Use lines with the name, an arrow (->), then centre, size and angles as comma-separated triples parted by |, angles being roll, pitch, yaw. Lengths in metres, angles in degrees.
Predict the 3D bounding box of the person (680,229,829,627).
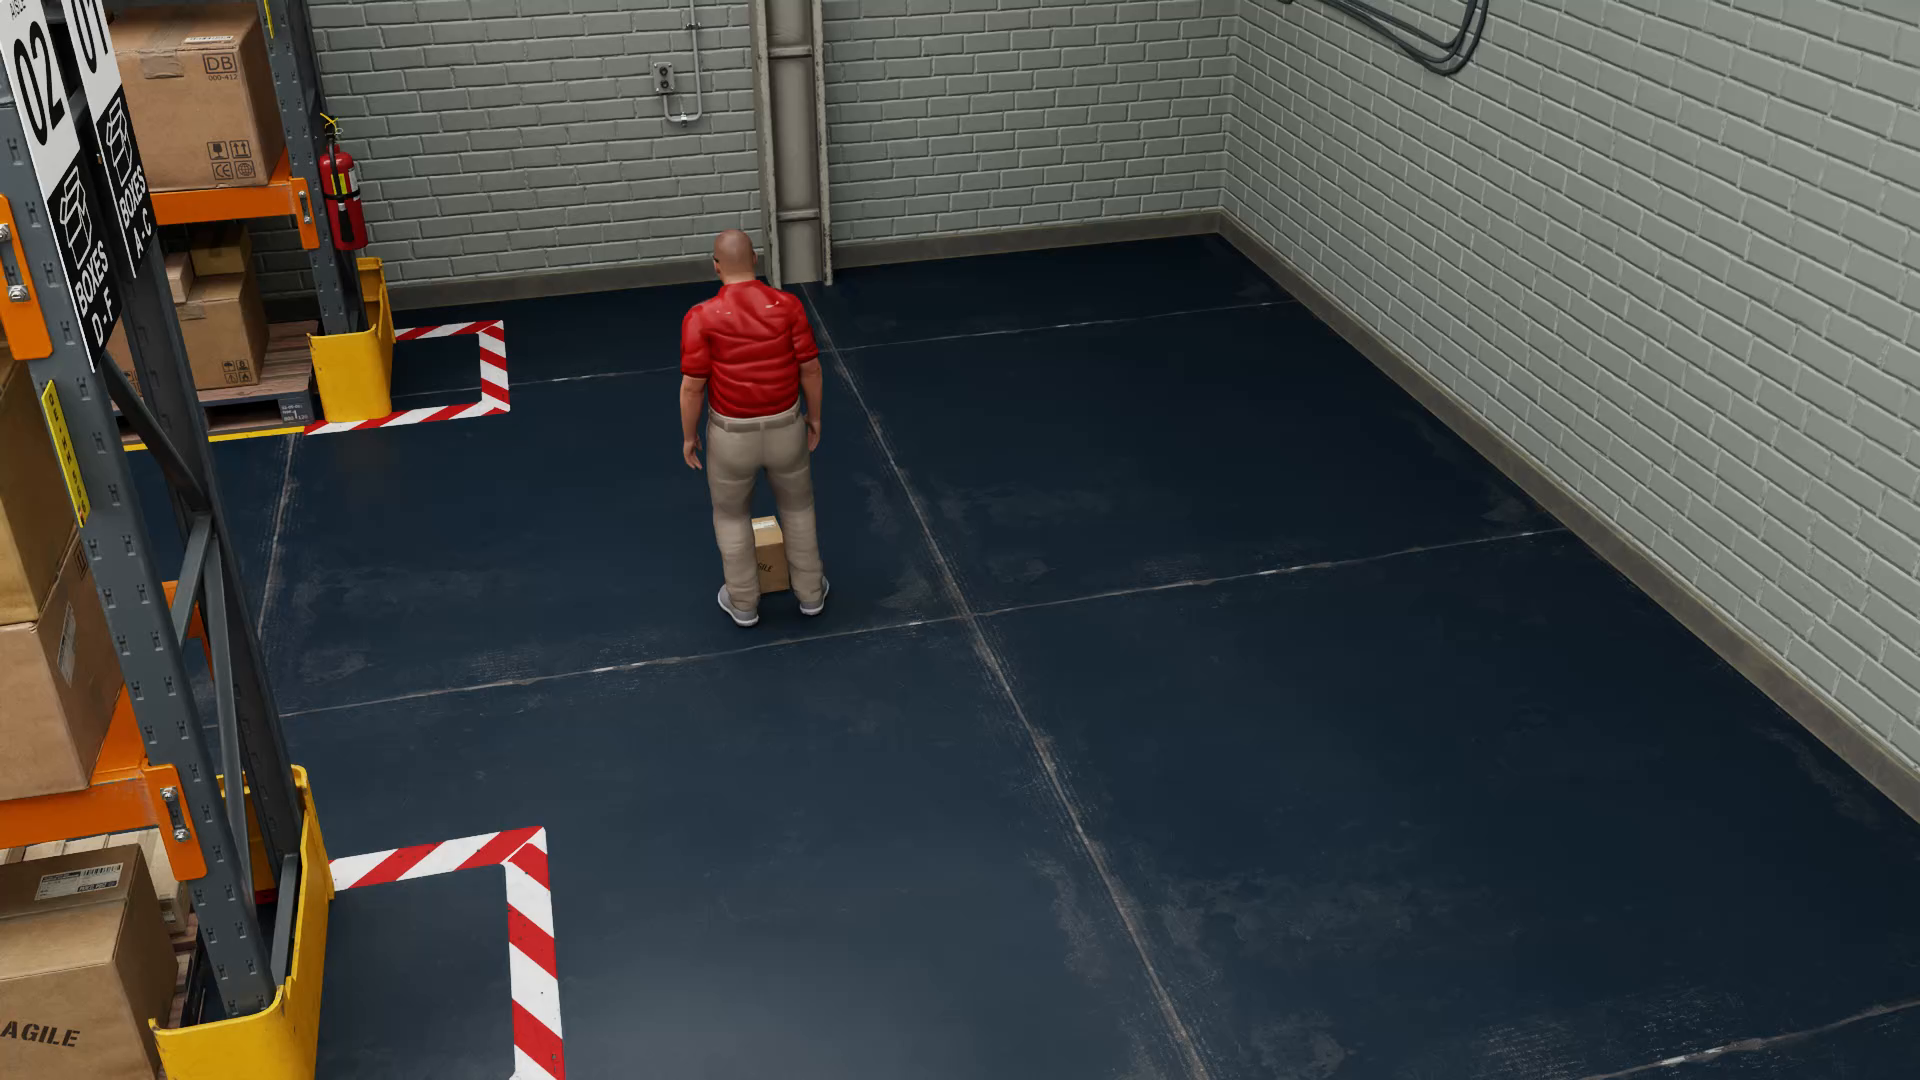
person -> -0.850, -0.444, 6.910 | 0.600, 1.727, 0.383 | -9, 31, -15
